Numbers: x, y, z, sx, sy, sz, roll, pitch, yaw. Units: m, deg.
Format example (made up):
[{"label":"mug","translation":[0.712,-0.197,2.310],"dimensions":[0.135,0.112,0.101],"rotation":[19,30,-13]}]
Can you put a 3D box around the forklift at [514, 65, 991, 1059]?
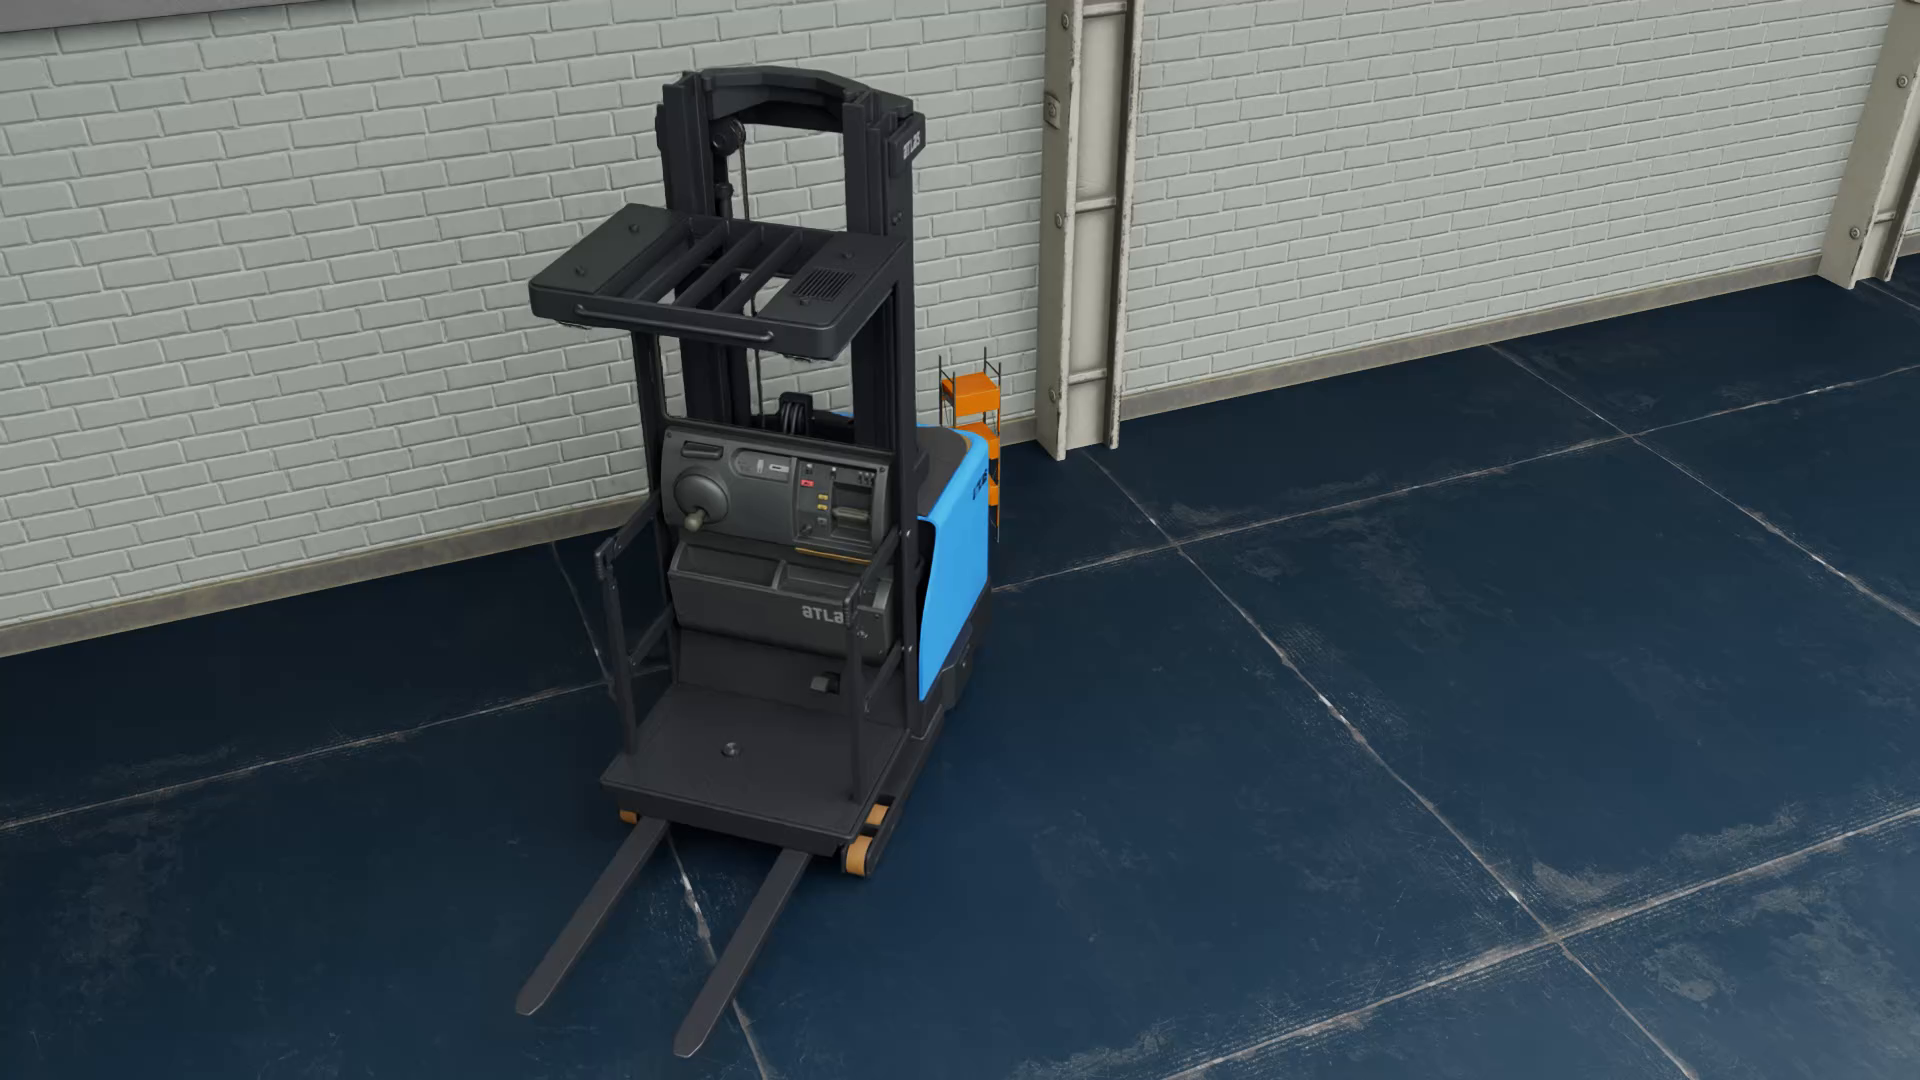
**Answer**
[{"label":"forklift","translation":[-0.784,-0.126,6.256],"dimensions":[1.130,2.935,3.031],"rotation":[10,34,15]}]

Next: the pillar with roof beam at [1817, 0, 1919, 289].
[{"label":"pillar with roof beam","translation":[7.870,-3.443,5.790],"dimensions":[0.400,9.000,9.100],"rotation":[-13,35,-19]}]

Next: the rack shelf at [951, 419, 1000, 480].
[{"label":"rack shelf","translation":[0.049,-0.442,8.487],"dimensions":[0.240,0.259,0.215],"rotation":[-13,35,-19]}]

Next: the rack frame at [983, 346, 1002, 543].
[{"label":"rack frame","translation":[0.162,-0.477,8.521],"dimensions":[0.008,1.050,0.200],"rotation":[-13,35,-19]}]

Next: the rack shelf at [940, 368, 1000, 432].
[{"label":"rack shelf","translation":[0.049,-0.680,8.332],"dimensions":[0.240,0.259,0.215],"rotation":[-13,35,-19]}]

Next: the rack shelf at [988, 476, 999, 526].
[{"label":"rack shelf","translation":[0.049,-0.210,8.638],"dimensions":[0.240,0.259,0.215],"rotation":[-13,35,-19]}]

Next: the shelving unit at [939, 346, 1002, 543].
[{"label":"shelving unit","translation":[0.049,-0.451,8.481],"dimensions":[0.252,1.050,0.215],"rotation":[-13,35,-19]}]

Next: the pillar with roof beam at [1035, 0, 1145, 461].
[{"label":"pillar with roof beam","translation":[2.338,-2.176,3.843],"dimensions":[0.400,9.000,9.100],"rotation":[-13,35,-19]}]

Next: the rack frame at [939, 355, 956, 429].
[{"label":"rack frame","translation":[-0.063,-0.426,8.441],"dimensions":[0.008,1.050,0.200],"rotation":[-13,35,-19]}]
